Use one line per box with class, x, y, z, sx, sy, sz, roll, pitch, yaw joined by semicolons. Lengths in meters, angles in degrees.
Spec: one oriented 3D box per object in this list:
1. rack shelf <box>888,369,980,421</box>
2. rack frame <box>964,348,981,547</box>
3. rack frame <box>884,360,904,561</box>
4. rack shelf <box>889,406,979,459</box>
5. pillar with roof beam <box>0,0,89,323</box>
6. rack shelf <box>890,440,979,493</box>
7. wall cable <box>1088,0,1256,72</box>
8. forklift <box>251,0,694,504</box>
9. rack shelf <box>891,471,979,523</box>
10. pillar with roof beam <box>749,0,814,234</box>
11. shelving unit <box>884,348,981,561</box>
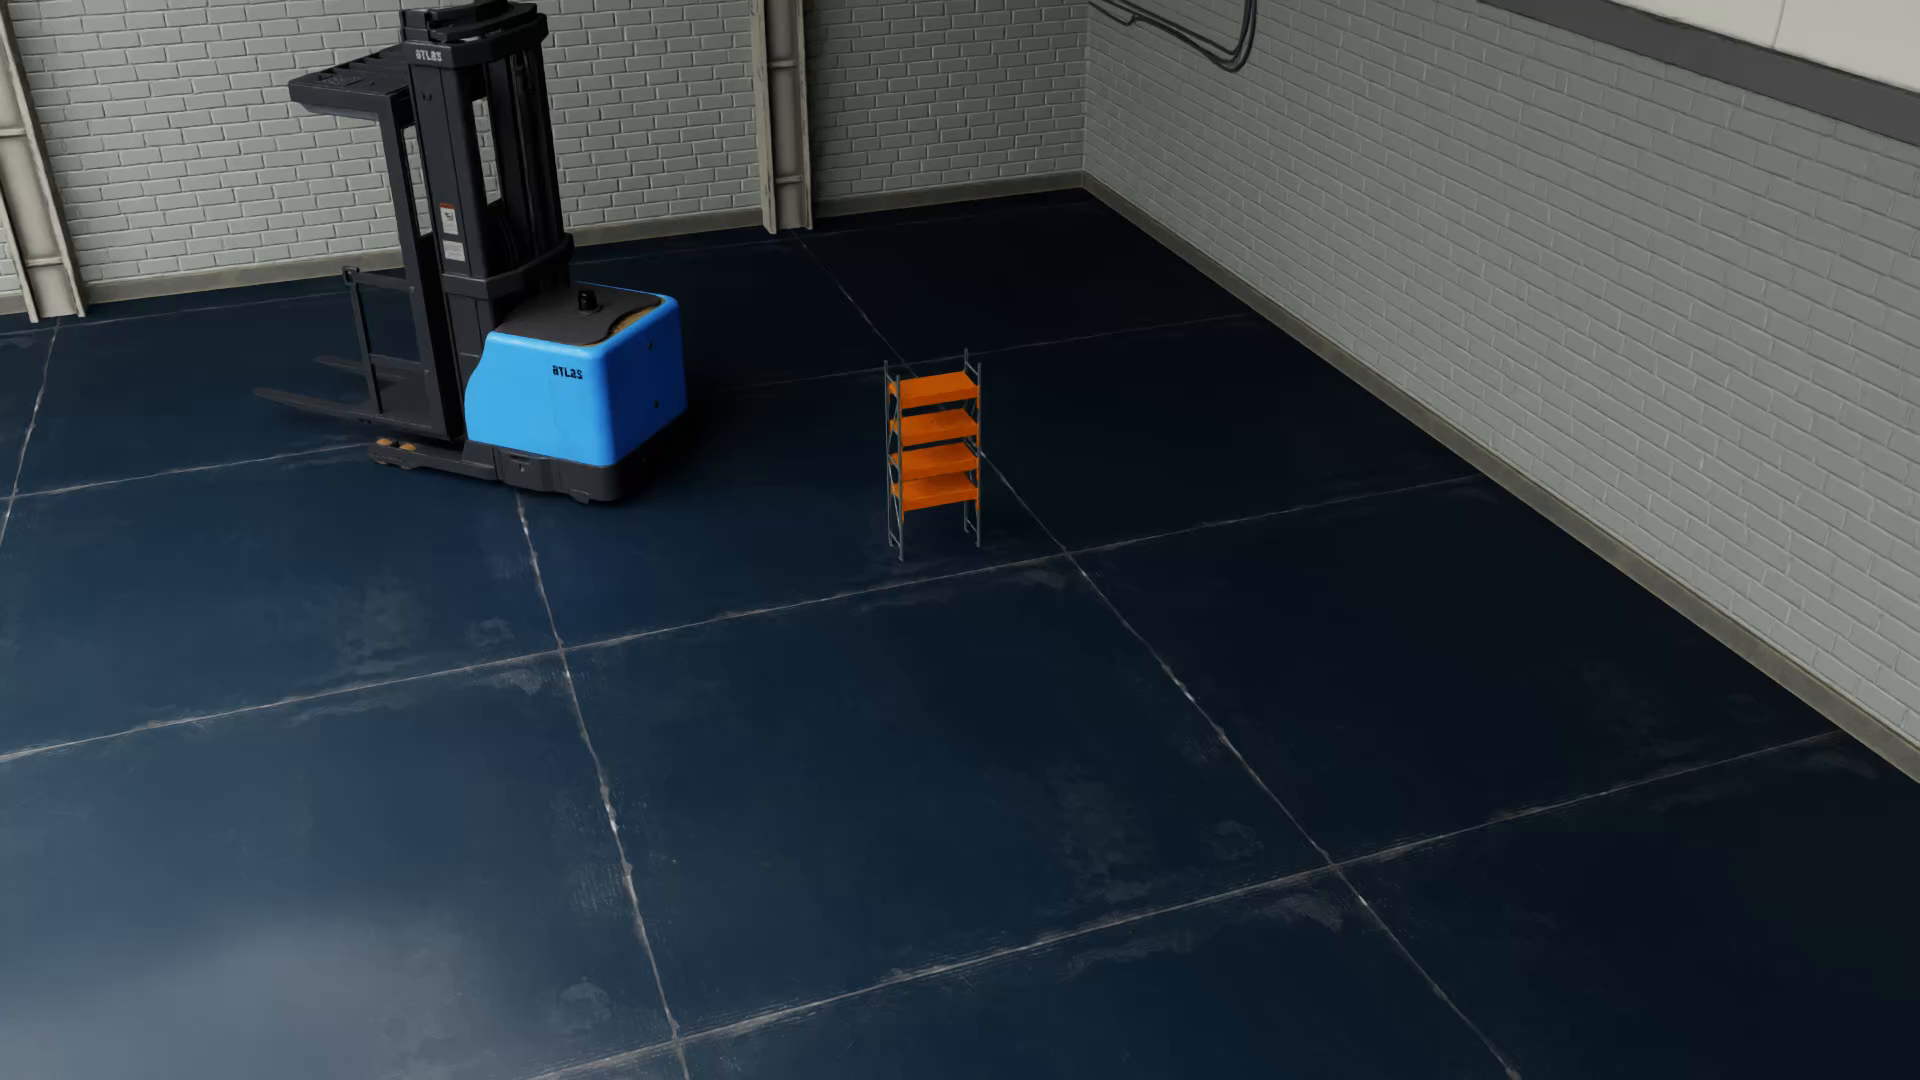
rack shelf;-0.155;-0.834;9.559;0.480;0.148;0.258;-10;31;-18
rack frame;0.074;-0.535;9.827;0.015;1.200;0.240;-10;31;-18
rack frame;-0.384;-0.451;9.679;0.015;1.200;0.240;-10;31;-18
rack shelf;-0.155;-0.629;9.676;0.480;0.148;0.258;-10;31;-18
pillar with roof beam;-5.686;-3.727;7.551;0.400;9.000;9.100;-10;31;-18
rack shelf;-0.155;-0.434;9.787;0.480;0.148;0.258;-10;31;-18
wall cable;1.659;-5.306;13.459;0.112;2.526;3.097;-10;31;-18
forklift;-3.353;-1.963;10.585;3.031;2.935;1.130;12;32;19
rack shelf;-0.155;-0.262;9.885;0.480;0.148;0.258;-10;31;-18
pillar with roof beam;-0.062;-4.762;9.369;0.400;9.000;9.100;-10;31;-18
shelving unit;-0.155;-0.493;9.753;0.503;1.200;0.258;-10;31;-18
